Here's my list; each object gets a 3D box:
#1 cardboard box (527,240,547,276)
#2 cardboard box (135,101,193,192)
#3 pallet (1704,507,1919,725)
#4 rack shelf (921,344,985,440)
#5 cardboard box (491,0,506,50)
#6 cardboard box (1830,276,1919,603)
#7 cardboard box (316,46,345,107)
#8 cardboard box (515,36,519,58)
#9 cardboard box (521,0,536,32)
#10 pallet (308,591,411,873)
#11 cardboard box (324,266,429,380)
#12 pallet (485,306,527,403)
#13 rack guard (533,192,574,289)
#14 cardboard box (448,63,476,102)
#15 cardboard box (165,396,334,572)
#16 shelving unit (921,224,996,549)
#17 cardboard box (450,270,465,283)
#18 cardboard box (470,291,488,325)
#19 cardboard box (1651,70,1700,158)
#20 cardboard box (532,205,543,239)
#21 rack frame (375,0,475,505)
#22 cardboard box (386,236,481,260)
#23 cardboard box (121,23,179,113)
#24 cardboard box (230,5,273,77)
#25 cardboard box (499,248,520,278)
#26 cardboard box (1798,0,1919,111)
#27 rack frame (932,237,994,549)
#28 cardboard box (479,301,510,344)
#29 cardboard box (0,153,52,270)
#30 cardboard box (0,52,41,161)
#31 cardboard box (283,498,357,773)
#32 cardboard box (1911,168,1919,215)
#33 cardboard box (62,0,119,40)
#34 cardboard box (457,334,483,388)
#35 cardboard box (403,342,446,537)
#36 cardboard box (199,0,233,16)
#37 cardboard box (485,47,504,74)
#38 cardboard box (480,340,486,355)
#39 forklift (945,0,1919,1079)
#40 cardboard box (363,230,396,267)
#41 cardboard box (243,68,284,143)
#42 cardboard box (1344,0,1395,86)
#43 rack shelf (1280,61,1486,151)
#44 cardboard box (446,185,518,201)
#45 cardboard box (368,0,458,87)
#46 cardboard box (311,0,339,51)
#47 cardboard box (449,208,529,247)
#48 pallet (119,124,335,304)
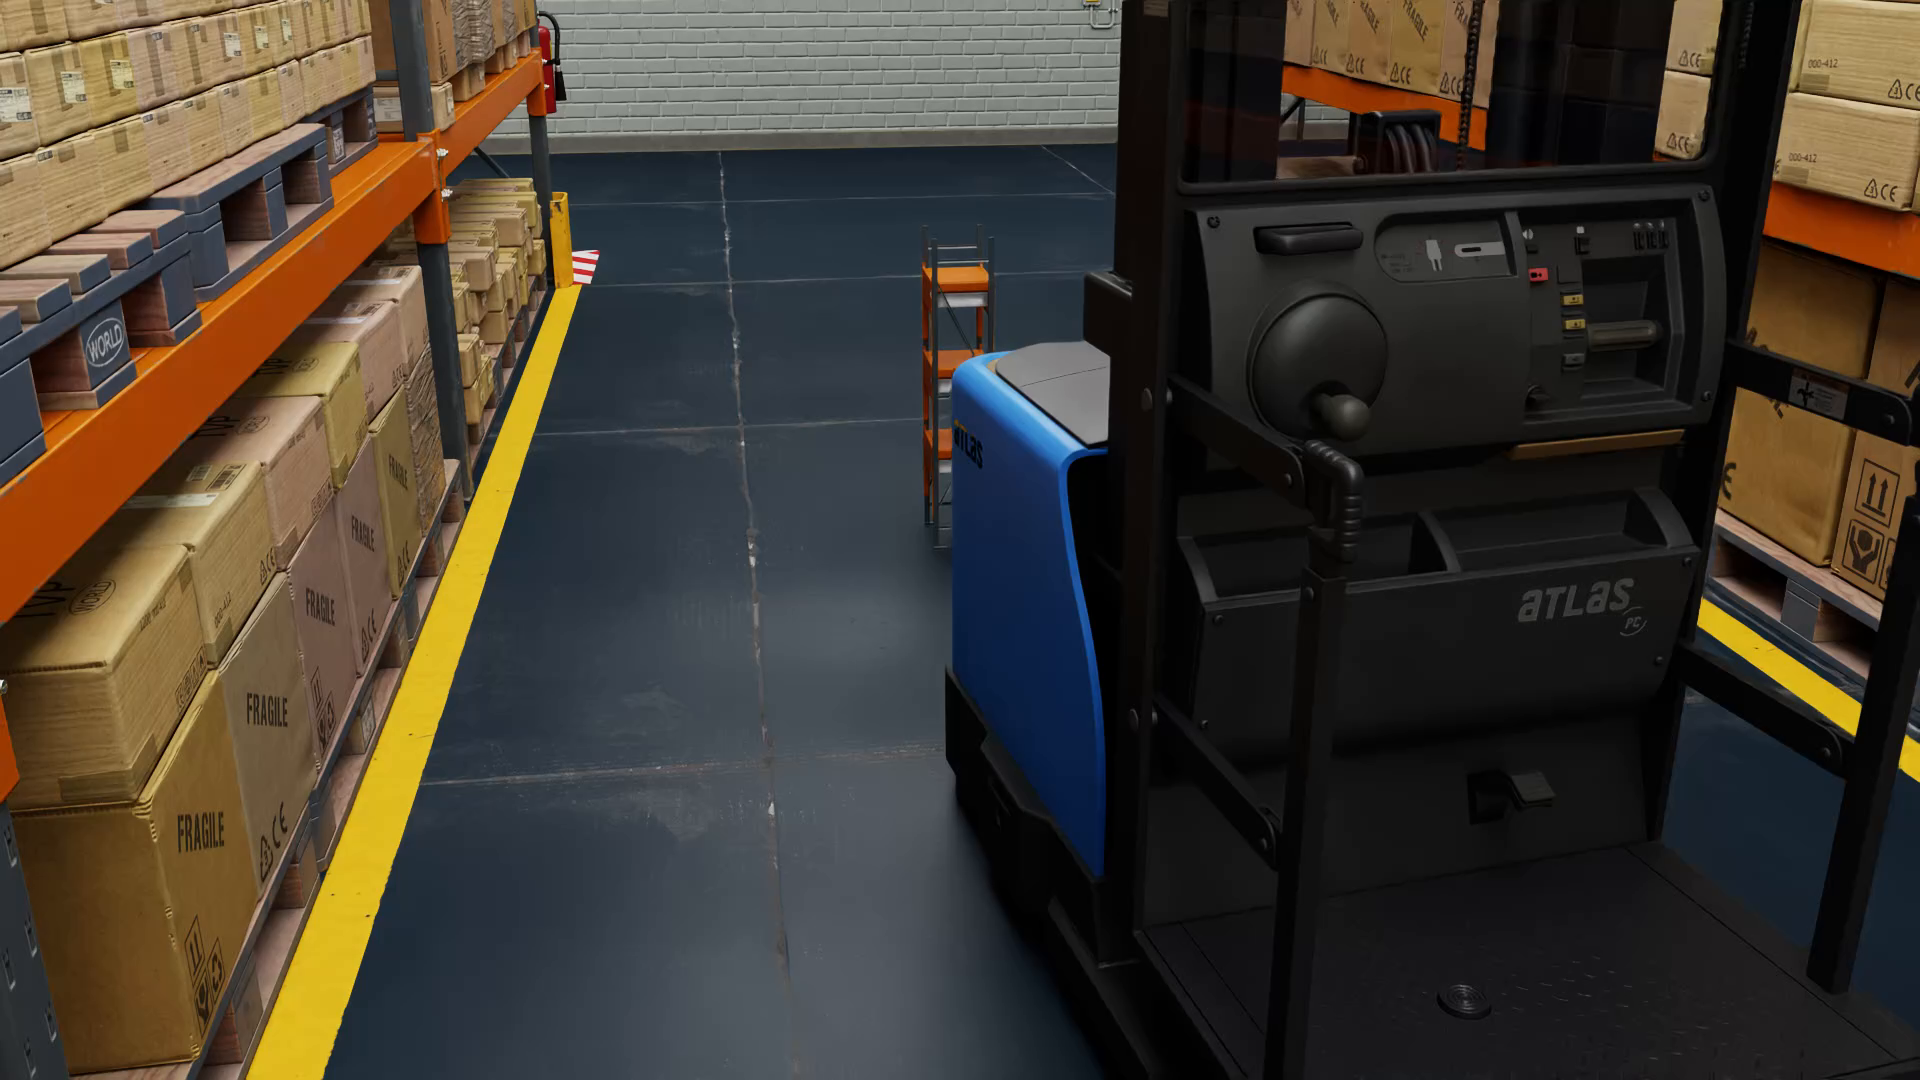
[{"bbox_3d":[-2.446,-1.522,8.980,0.380,0.149,0.250,-2,21,-6],"label":"cardboard box"},{"bbox_3d":[-1.737,-0.763,3.230,0.380,0.149,0.250,-2,21,-6],"label":"cardboard box"},{"bbox_3d":[2.959,0.176,4.942,1.003,0.211,1.213,-3,21,-8],"label":"pallet"},{"bbox_3d":[-0.008,-0.500,5.586,0.215,0.259,0.240,-3,21,-8],"label":"rack shelf"},{"bbox_3d":[-2.333,-2.434,7.377,0.500,0.500,0.500,-2,21,-5],"label":"cardboard box"},{"bbox_3d":[3.029,-0.185,4.362,0.875,0.875,0.875,-3,21,-7],"label":"cardboard box"},{"bbox_3d":[-1.964,-1.307,4.688,0.380,0.149,0.250,-3,21,-8],"label":"cardboard box"},{"bbox_3d":[-2.541,-2.613,8.783,0.380,0.149,0.250,-3,21,-8],"label":"cardboard box"},{"bbox_3d":[-2.547,-2.960,8.787,0.500,0.500,0.500,-2,21,-7],"label":"cardboard box"},{"bbox_3d":[-1.997,0.467,4.164,1.003,0.211,1.213,-3,21,-8],"label":"pallet"},{"bbox_3d":[-1.932,-0.664,5.107,0.500,0.250,0.500,-3,21,-9],"label":"cardboard box"},{"bbox_3d":[-2.600,-0.880,7.770,1.003,0.211,1.213,-3,21,-8],"label":"pallet"},{"bbox_3d":[-2.855,-1.720,9.606,1.175,0.500,0.348,-3,21,-8],"label":"rack guard"},{"bbox_3d":[-2.213,-1.889,6.846,0.380,0.149,0.250,-3,21,-7],"label":"cardboard box"},{"bbox_3d":[-1.704,-0.123,3.658,0.500,0.250,0.500,-3,21,-7],"label":"cardboard box"},{"bbox_3d":[-0.008,-0.510,5.582,0.215,1.050,0.252,-3,21,-8],"label":"shelving unit"},{"bbox_3d":[-2.200,-0.985,6.690,0.380,0.149,0.250,-3,21,-9],"label":"cardboard box"},{"bbox_3d":[-2.274,-1.030,7.235,0.380,0.149,0.250,-2,21,-5],"label":"cardboard box"},{"bbox_3d":[2.473,-1.402,5.396,0.500,0.250,0.500,-3,21,-9],"label":"cardboard box"},{"bbox_3d":[-2.508,-1.749,9.161,0.380,0.149,0.250,-3,21,-9],"label":"cardboard box"},{"bbox_3d":[-2.289,-1.532,5.531,1.000,3.000,0.127,-3,21,-8],"label":"rack frame"},{"bbox_3d":[-2.337,-1.257,7.417,0.380,0.149,0.250,-4,21,-10],"label":"cardboard box"},{"bbox_3d":[-1.738,-0.903,3.179,0.380,0.149,0.250,-3,21,-8],"label":"cardboard box"},{"bbox_3d":[-1.843,-1.166,3.885,0.380,0.149,0.250,-3,21,-8],"label":"cardboard box"},{"bbox_3d":[-2.325,-1.301,7.961,0.380,0.149,0.250,-2,21,-5],"label":"cardboard box"},{"bbox_3d":[2.603,-1.284,4.366,0.500,0.250,0.500,-4,21,-9],"label":"cardboard box"},{"bbox_3d":[0.010,-0.468,5.469,0.200,1.050,0.008,-3,21,-8],"label":"rack frame"},{"bbox_3d":[-2.251,-0.983,7.534,0.380,0.149,0.250,-3,21,-9],"label":"cardboard box"},{"bbox_3d":[-1.616,-0.484,2.484,0.380,0.149,0.250,-2,21,-5],"label":"cardboard box"},{"bbox_3d":[-1.625,-0.637,2.467,0.380,0.149,0.250,-2,21,-5],"label":"cardboard box"},{"bbox_3d":[-1.717,0.218,3.817,0.500,0.500,0.500,-3,21,-9],"label":"cardboard box"},{"bbox_3d":[2.695,-0.875,3.985,0.500,0.250,0.500,-3,21,-8],"label":"cardboard box"},{"bbox_3d":[-1.698,-0.944,2.866,0.380,0.149,0.250,-4,21,-10],"label":"cardboard box"},{"bbox_3d":[-2.025,-0.674,6.283,0.380,0.149,0.250,-2,21,-5],"label":"cardboard box"},{"bbox_3d":[-1.933,-0.314,5.242,0.500,0.500,0.500,-3,21,-9],"label":"cardboard box"},{"bbox_3d":[-1.811,-1.216,3.594,0.380,0.149,0.250,-3,21,-9],"label":"cardboard box"},{"bbox_3d":[-2.421,-2.347,8.071,0.380,0.149,0.250,-4,21,-10],"label":"cardboard box"},{"bbox_3d":[-2.150,-0.711,6.807,0.380,0.149,0.250,-3,21,-8],"label":"cardboard box"},{"bbox_3d":[0.874,-0.345,2.452,1.130,2.935,3.031,-6,21,-15],"label":"forklift"},{"bbox_3d":[-2.786,-1.321,7.591,0.380,0.149,0.250,-3,21,-8],"label":"cardboard box"},{"bbox_3d":[-1.845,-1.033,3.953,0.380,0.149,0.250,-2,21,-5],"label":"cardboard box"},{"bbox_3d":[2.108,-2.362,7.611,0.500,0.500,0.500,-3,21,-9],"label":"cardboard box"},{"bbox_3d":[2.306,-2.172,8.273,1.077,0.370,4.000,-3,21,-8],"label":"rack shelf"},{"bbox_3d":[-2.560,-1.796,8.863,0.380,0.149,0.250,-3,21,-7],"label":"cardboard box"},{"bbox_3d":[-2.111,-1.902,5.954,0.500,0.500,0.500,-3,21,-9],"label":"cardboard box"},{"bbox_3d":[-1.965,-1.445,4.632,0.380,0.149,0.250,-2,21,-5],"label":"cardboard box"},{"bbox_3d":[-2.328,-1.530,8.150,0.380,0.149,0.250,-2,21,-6],"label":"cardboard box"},{"bbox_3d":[-2.039,-0.740,3.686,1.003,0.211,1.213,-3,21,-8],"label":"pallet"}]
